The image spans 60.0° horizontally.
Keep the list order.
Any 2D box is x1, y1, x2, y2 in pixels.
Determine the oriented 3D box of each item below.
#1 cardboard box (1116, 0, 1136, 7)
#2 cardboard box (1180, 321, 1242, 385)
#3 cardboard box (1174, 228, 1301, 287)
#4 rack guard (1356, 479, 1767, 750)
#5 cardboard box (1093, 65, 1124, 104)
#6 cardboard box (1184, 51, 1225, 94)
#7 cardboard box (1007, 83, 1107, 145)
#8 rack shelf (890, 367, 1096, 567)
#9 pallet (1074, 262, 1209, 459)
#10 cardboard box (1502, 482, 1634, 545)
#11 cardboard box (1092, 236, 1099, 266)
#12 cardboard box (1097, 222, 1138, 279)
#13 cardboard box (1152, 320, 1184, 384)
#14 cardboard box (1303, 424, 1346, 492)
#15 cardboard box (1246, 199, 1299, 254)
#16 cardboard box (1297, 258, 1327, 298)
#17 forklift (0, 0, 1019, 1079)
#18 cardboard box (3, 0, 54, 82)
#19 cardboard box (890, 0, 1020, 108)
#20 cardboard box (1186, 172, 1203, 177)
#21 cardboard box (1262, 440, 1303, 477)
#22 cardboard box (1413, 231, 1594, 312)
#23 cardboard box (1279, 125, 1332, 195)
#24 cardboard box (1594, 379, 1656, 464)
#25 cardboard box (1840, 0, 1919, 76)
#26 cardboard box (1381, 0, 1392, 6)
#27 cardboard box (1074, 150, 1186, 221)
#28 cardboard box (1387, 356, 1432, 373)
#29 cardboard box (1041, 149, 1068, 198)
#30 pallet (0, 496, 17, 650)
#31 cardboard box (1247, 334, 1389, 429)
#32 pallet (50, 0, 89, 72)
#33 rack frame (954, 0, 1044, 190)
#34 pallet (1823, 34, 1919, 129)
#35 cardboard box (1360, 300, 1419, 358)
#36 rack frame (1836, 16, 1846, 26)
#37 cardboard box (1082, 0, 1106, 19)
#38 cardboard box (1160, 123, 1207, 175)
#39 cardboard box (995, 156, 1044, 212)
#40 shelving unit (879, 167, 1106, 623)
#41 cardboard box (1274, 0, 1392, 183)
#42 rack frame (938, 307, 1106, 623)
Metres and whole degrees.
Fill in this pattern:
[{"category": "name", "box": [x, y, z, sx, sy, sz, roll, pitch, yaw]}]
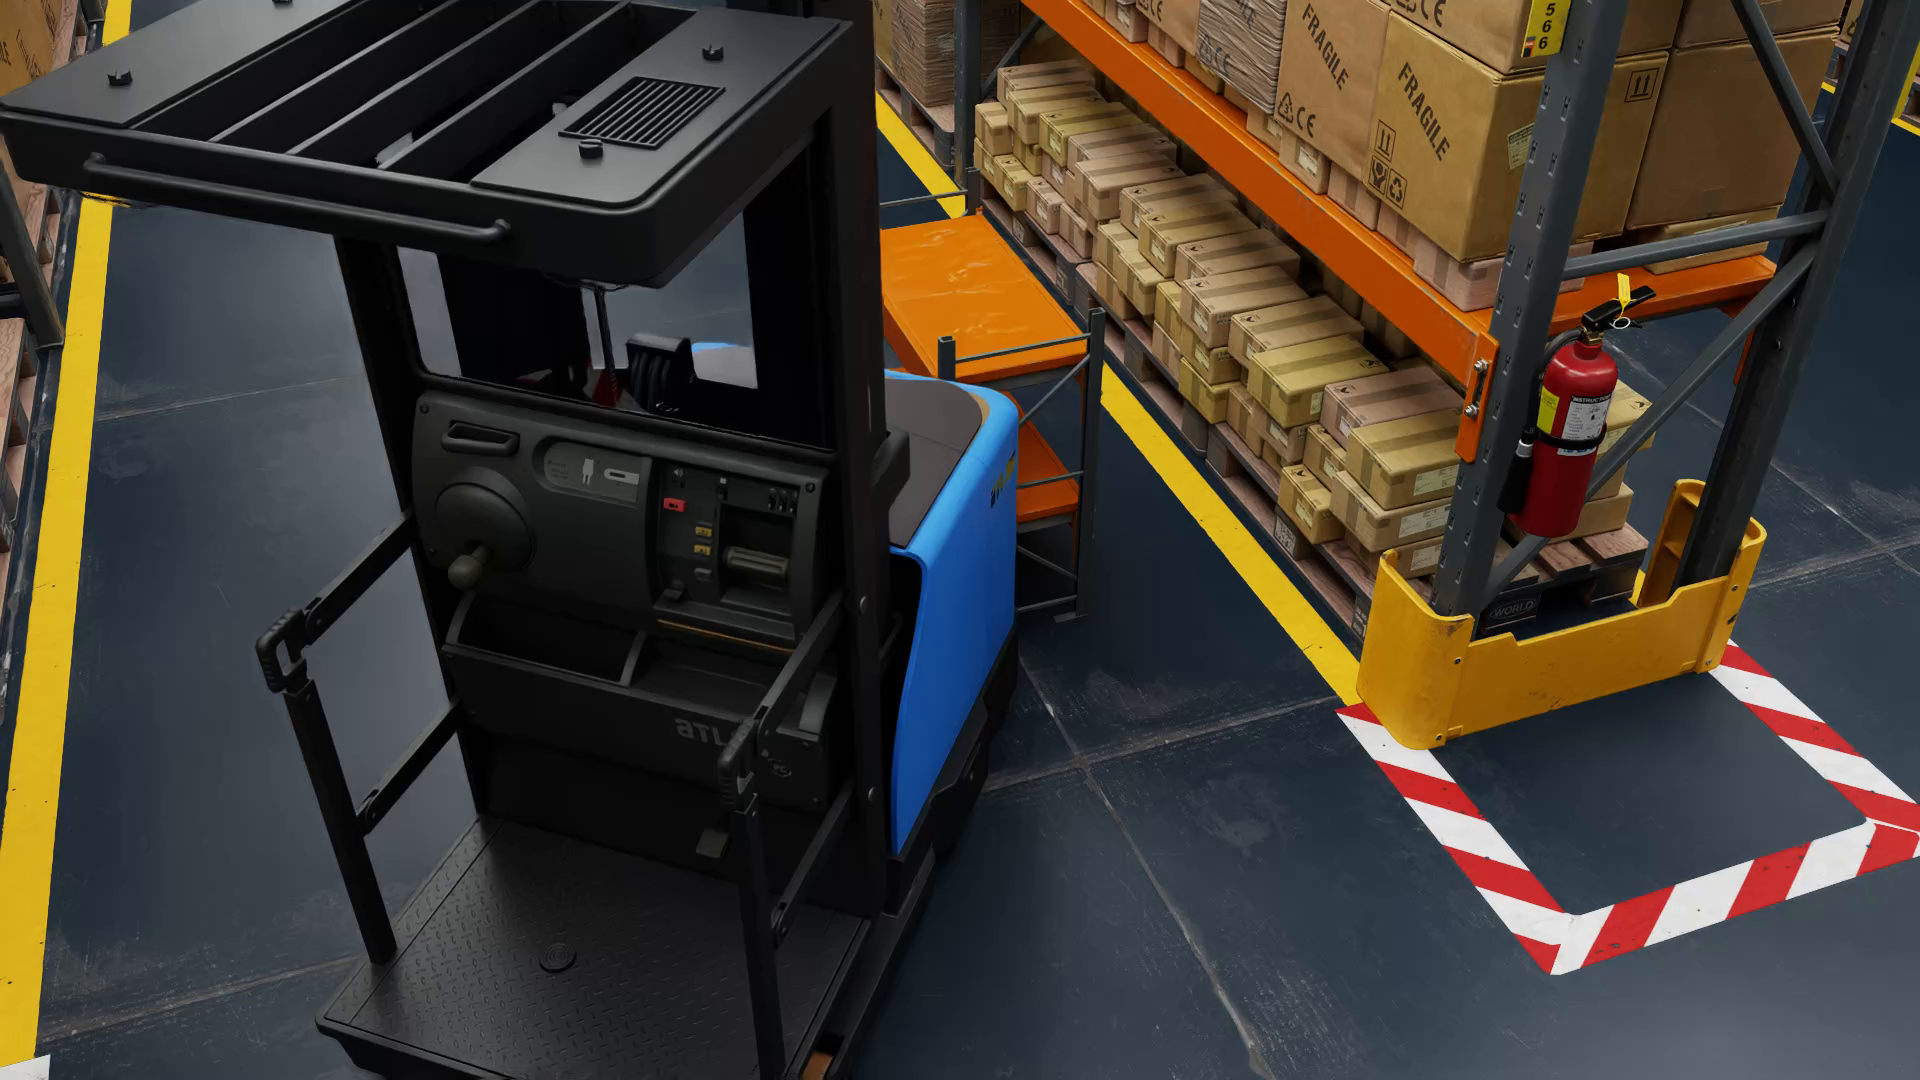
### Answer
[{"category": "cardboard box", "box": [0.712, -2.255, 5.921, 0.500, 0.500, 0.500, -13, 39, -17]}, {"category": "cardboard box", "box": [1.018, -0.709, 5.971, 0.380, 0.149, 0.250, -12, 39, -15]}, {"category": "cardboard box", "box": [1.016, -0.997, 6.107, 0.380, 0.149, 0.250, -14, 39, -17]}, {"category": "rack guard", "box": [1.812, 0.217, 5.047, 1.175, 0.500, 0.348, -12, 39, -16]}, {"category": "cardboard box", "box": [0.828, -2.118, 7.595, 0.380, 0.149, 0.250, -11, 38, -15]}, {"category": "cardboard box", "box": [0.993, -1.657, 5.665, 0.380, 0.149, 0.250, -12, 39, -15]}, {"category": "cardboard box", "box": [0.425, -1.860, 7.252, 0.380, 0.149, 0.250, -11, 38, -14]}, {"category": "rack shelf", "box": [0.002, -0.250, 5.554, 0.538, 0.278, 1.000, -12, 39, -16]}, {"category": "pallet", "box": [1.150, -0.822, 6.666, 1.003, 0.211, 1.213, -12, 39, -16]}, {"category": "cardboard box", "box": [1.958, -0.130, 5.450, 0.380, 0.149, 0.250, -12, 39, -15]}, {"category": "cardboard box", "box": [0.771, -1.198, 6.867, 0.380, 0.149, 0.250, -14, 39, -18]}, {"category": "cardboard box", "box": [0.765, -1.152, 6.559, 0.380, 0.149, 0.250, -13, 39, -16]}, {"category": "cardboard box", "box": [0.948, -0.740, 6.260, 0.380, 0.149, 0.250, -12, 39, -15]}, {"category": "cardboard box", "box": [1.349, -0.285, 5.408, 0.380, 0.149, 0.250, -13, 39, -17]}, {"category": "cardboard box", "box": [1.329, -1.233, 6.420, 0.380, 0.149, 0.250, -12, 39, -16]}, {"category": "cardboard box", "box": [1.391, -0.964, 6.311, 0.380, 0.149, 0.250, -11, 38, -14]}, {"category": "forklift", "box": [-0.787, 0.029, 3.275, 1.130, 2.935, 3.031, 12, 39, 15]}, {"category": "cardboard box", "box": [-5.065, -2.583, 8.103, 0.875, 0.875, 0.875, -12, 39, -15]}, {"category": "cardboard box", "box": [-0.030, -2.534, 8.349, 0.500, 0.500, 0.500, -13, 39, -17]}, {"category": "cardboard box", "box": [1.076, -1.574, 7.120, 0.380, 0.149, 0.250, -12, 39, -16]}, {"category": "cardboard box", "box": [1.268, -0.314, 5.694, 0.380, 0.149, 0.250, -13, 39, -16]}, {"category": "cardboard box", "box": [1.461, -0.764, 4.480, 0.380, 0.149, 0.250, -12, 39, -16]}, {"category": "cardboard box", "box": [1.200, -1.190, 5.046, 0.380, 0.149, 0.250, -11, 38, -15]}, {"category": "cardboard box", "box": [1.977, -0.372, 5.277, 0.380, 0.149, 0.250, -14, 39, -18]}, {"category": "cardboard box", "box": [5.305, -2.898, 8.521, 0.875, 0.875, 0.875, -12, 39, -16]}, {"category": "cardboard box", "box": [1.273, -1.790, 4.472, 0.500, 0.500, 0.500, -14, 39, -17]}, {"category": "cardboard box", "box": [0.680, -1.424, 6.673, 0.380, 0.149, 0.250, -12, 39, -15]}, {"category": "cardboard box", "box": [1.690, -0.522, 5.723, 0.380, 0.149, 0.250, -12, 39, -15]}, {"category": "cardboard box", "box": [0.575, -1.621, 7.182, 0.380, 0.149, 0.250, -13, 39, -16]}, {"category": "pallet", "box": [-3.540, 0.333, 5.132, 1.003, 0.211, 1.213, -12, 39, -16]}, {"category": "cardboard box", "box": [1.177, -0.526, 5.481, 0.380, 0.149, 0.250, -13, 39, -17]}, {"category": "pallet", "box": [-5.327, -2.601, 9.028, 1.003, 0.211, 1.213, -12, 39, -16]}, {"category": "rack frame", "box": [0.462, -2.999, 7.238, 1.000, 3.000, 0.127, -12, 39, -16]}, {"category": "pallet", "box": [5.342, -2.409, 8.772, 1.003, 0.211, 1.213, -12, 39, -16]}, {"category": "cardboard box", "box": [1.639, -0.795, 5.838, 0.380, 0.149, 0.250, -14, 39, -18]}, {"category": "rack frame", "box": [5.153, -3.968, 8.525, 1.000, 3.000, 0.127, -12, 39, -16]}, {"category": "cardboard box", "box": [0.665, -2.089, 6.240, 0.380, 0.149, 0.250, -12, 39, -15]}, {"category": "cardboard box", "box": [1.062, -1.680, 7.013, 0.380, 0.149, 0.250, -11, 38, -14]}, {"category": "cardboard box", "box": [0.377, -1.605, 7.408, 0.380, 0.149, 0.250, -11, 38, -15]}, {"category": "shelving unit", "box": [0.002, -0.445, 5.407, 0.538, 1.125, 1.048, -12, 39, -16]}, {"category": "cardboard box", "box": [1.269, -1.390, 4.772, 0.500, 0.500, 0.500, -13, 39, -17]}, {"category": "rack frame", "box": [0.177, -0.158, 5.025, 0.500, 1.125, 0.032, -12, 39, -16]}]
